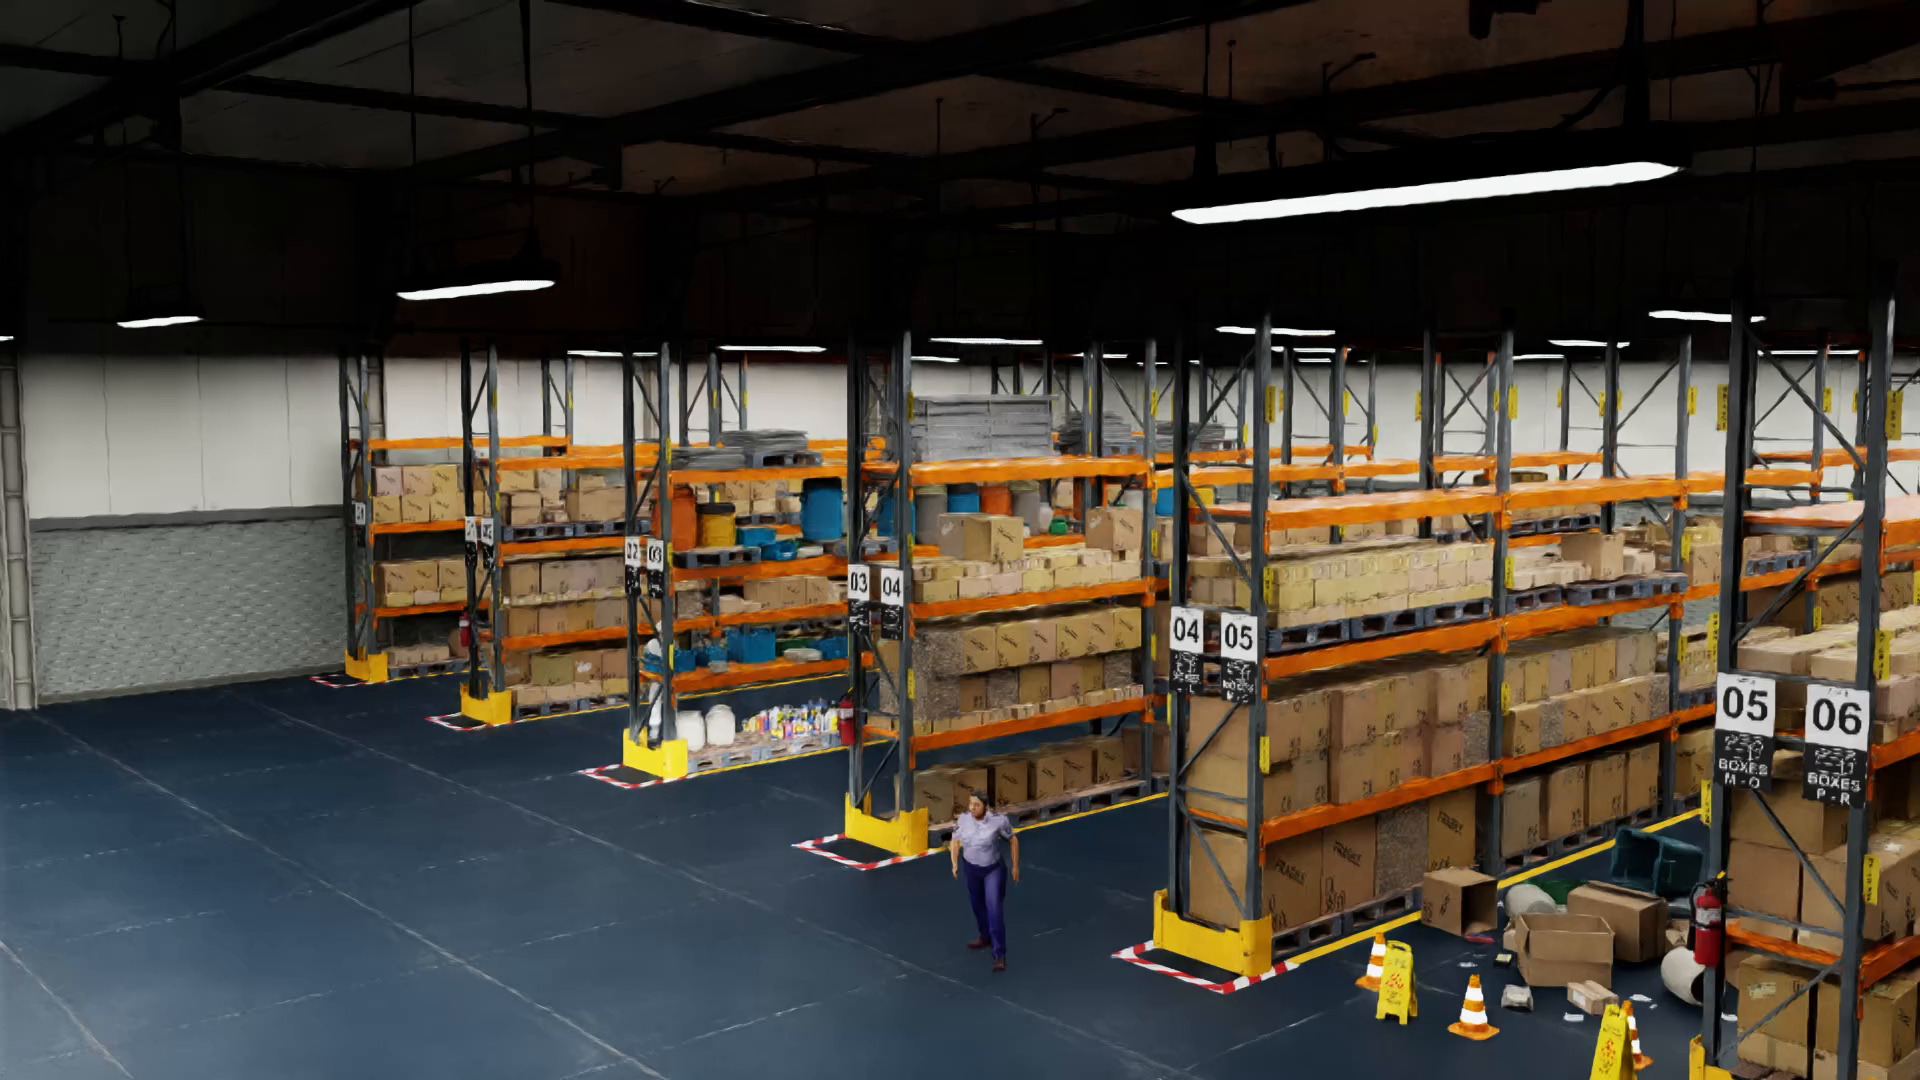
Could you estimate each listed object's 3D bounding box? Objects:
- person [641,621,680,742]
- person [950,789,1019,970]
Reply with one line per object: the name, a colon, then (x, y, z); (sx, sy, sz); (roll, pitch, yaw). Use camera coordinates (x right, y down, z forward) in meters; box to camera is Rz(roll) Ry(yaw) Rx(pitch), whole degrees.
person: (-4.401, 2.061, 24.548); (0.608, 1.787, 0.489); (-1, 5, -11)
person: (0.256, 3.019, 15.115); (0.662, 1.589, 0.782); (3, 6, 28)
